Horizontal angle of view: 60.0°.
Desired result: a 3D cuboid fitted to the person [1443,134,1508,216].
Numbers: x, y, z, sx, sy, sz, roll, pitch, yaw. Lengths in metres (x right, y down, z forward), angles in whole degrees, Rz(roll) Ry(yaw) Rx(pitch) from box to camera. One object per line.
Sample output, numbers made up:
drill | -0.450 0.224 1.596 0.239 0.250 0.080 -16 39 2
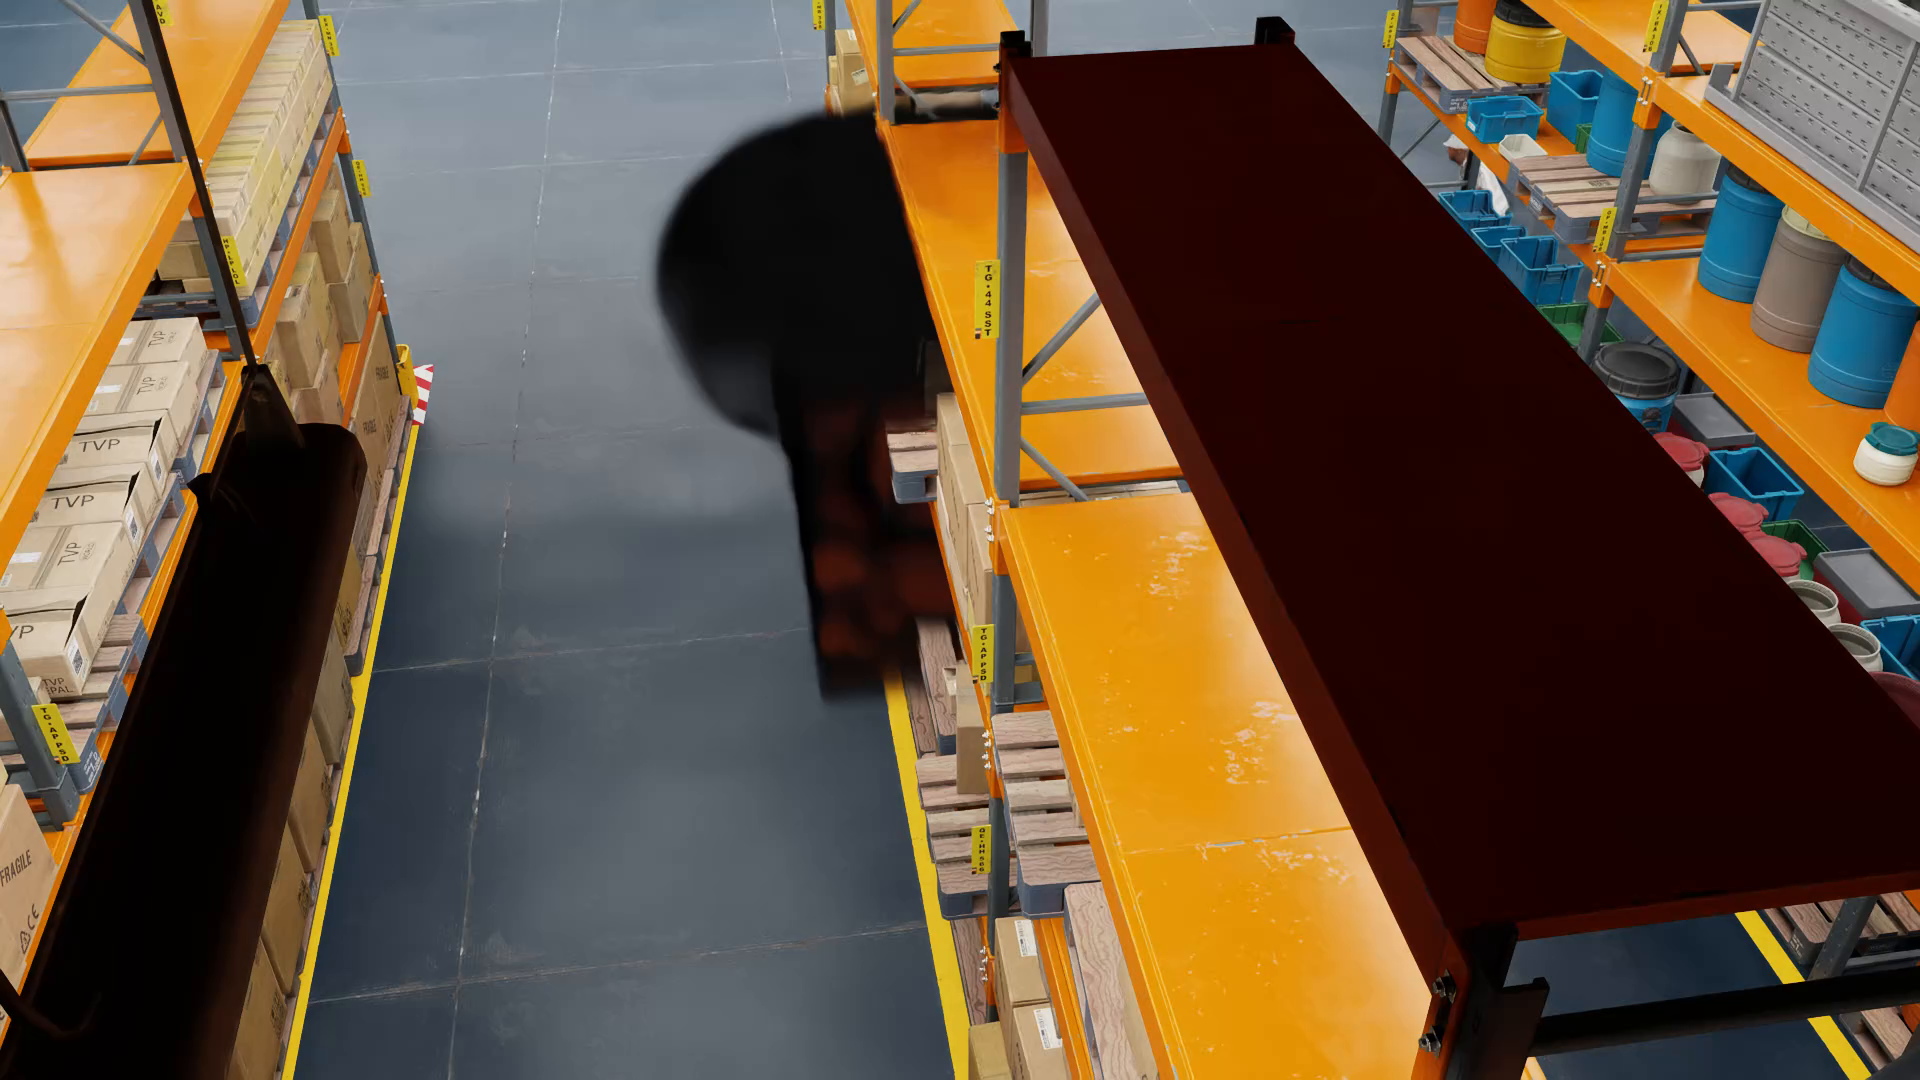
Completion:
person | 5.246 -3.231 16.554 1.112 1.568 0.683 20 41 25
